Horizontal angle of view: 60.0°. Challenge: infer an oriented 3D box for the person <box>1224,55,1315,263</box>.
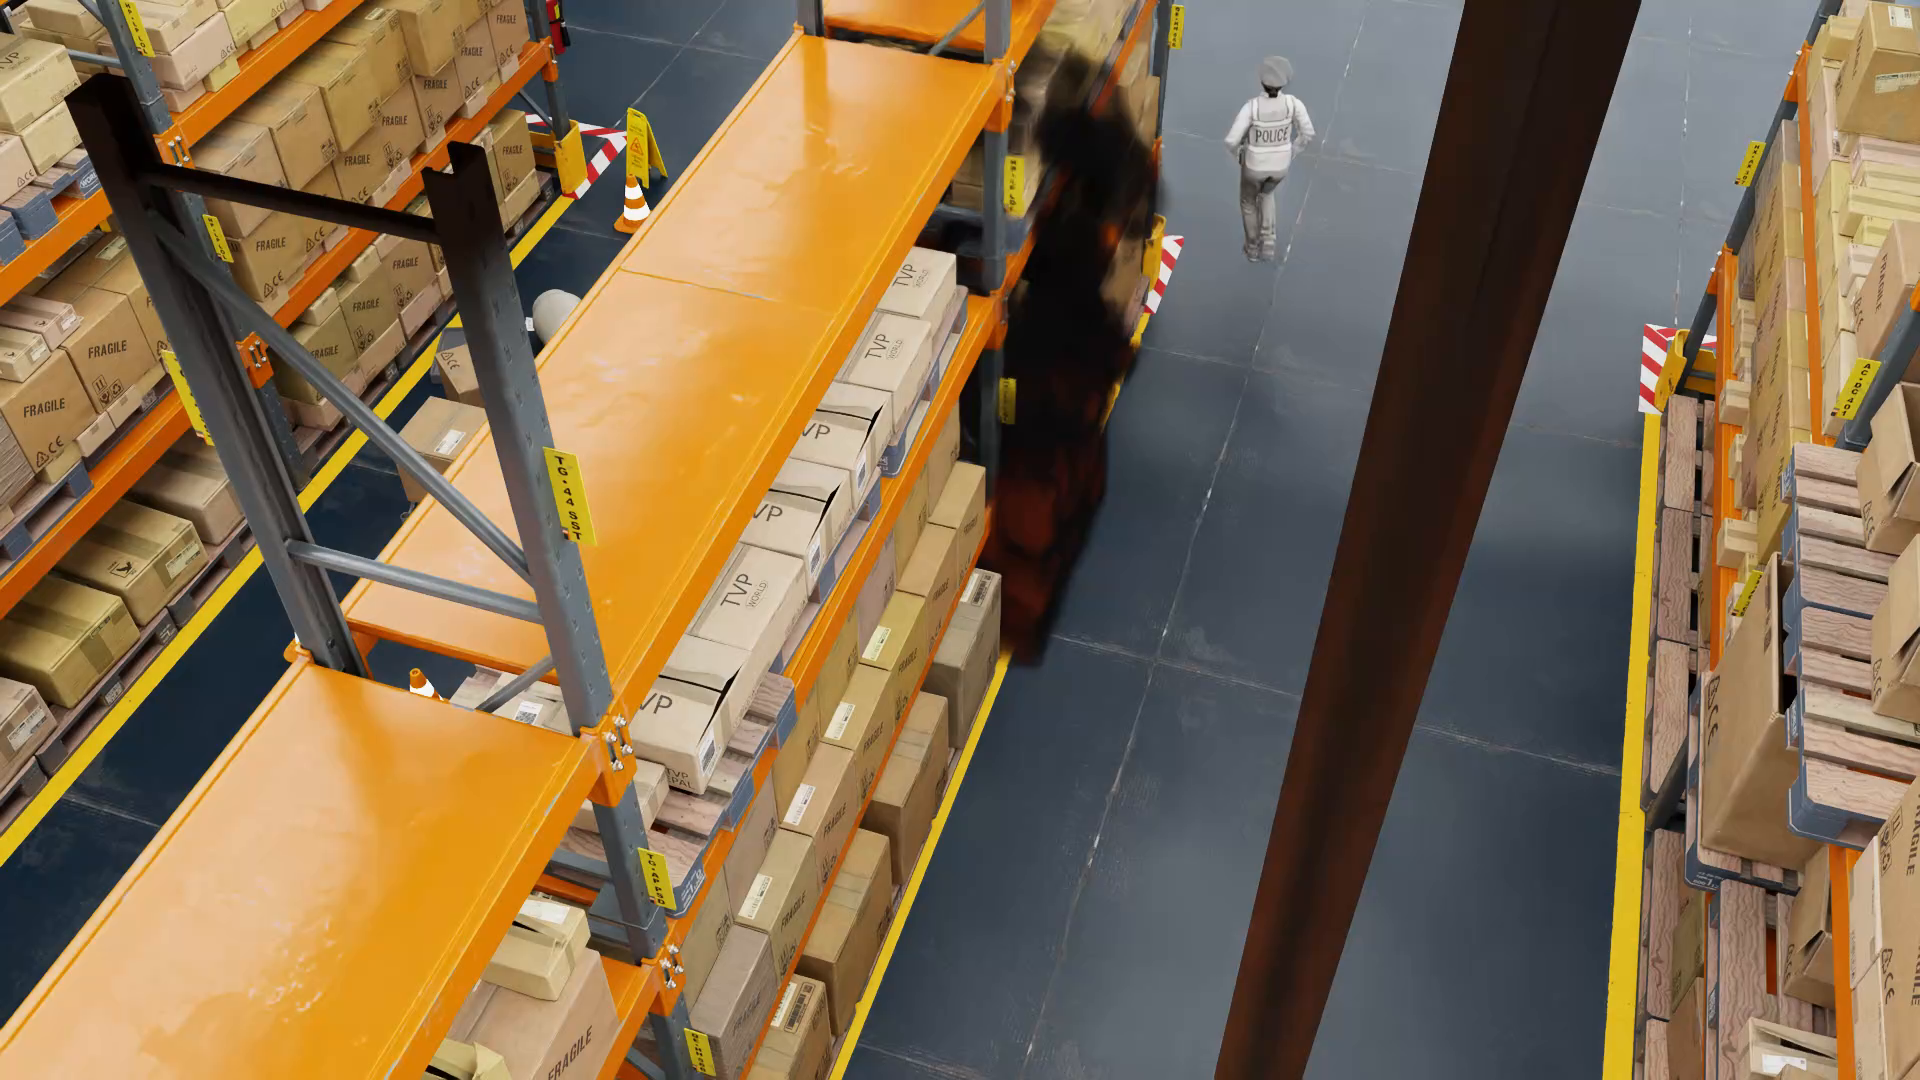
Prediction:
[{"bbox_3d":[2.248,-2.767,12.292,0.651,1.660,0.489,-4,46,-4],"label":"person"}]
